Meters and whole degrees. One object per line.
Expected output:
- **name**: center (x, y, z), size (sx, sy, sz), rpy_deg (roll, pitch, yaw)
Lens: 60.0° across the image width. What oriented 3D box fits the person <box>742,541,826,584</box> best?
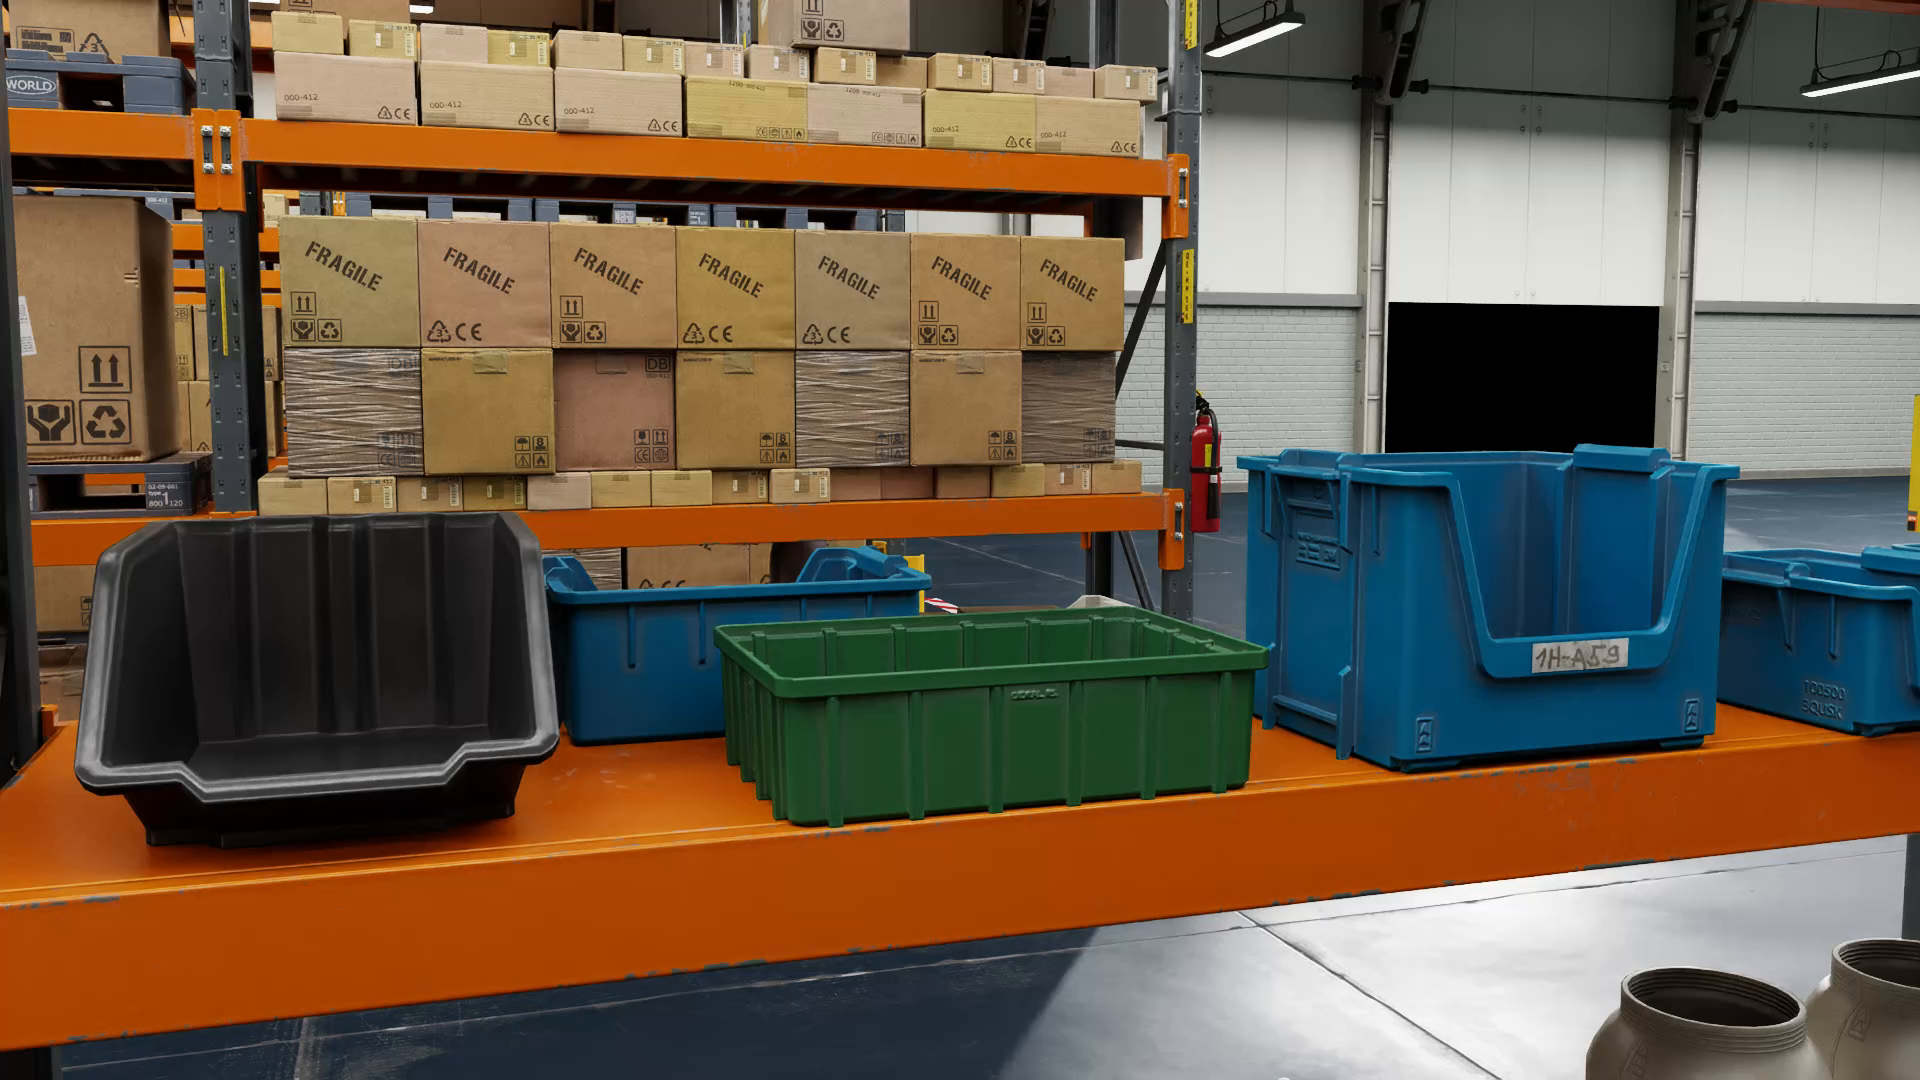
- **person**: center (-1.037, 0.036, 9.611), size (0.550, 1.716, 0.498), rpy_deg (-2, 6, -19)
